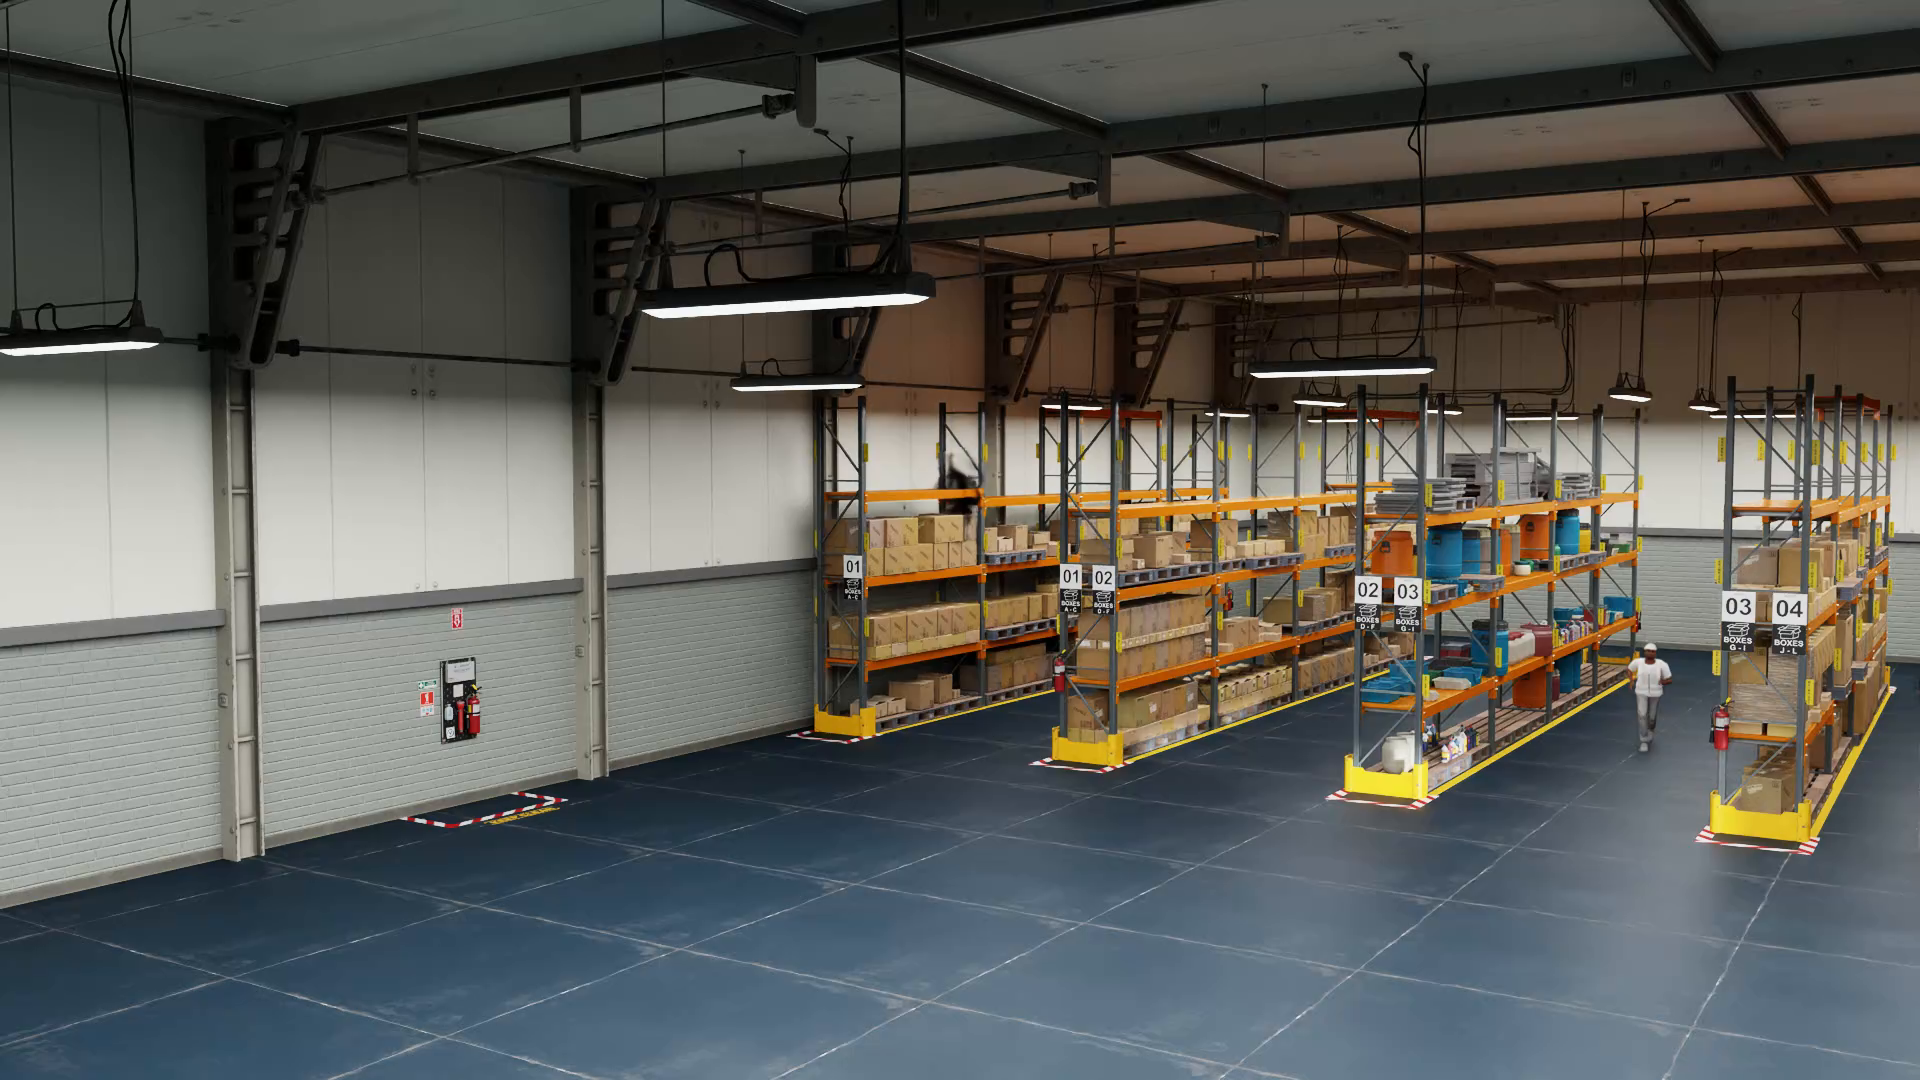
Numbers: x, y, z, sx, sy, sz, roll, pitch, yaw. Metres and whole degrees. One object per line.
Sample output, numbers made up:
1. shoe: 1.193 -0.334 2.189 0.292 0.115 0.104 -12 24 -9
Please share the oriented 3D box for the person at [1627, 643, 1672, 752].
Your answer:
1. person: 11.646 2.628 28.097 0.694 1.788 0.966 1 3 20
